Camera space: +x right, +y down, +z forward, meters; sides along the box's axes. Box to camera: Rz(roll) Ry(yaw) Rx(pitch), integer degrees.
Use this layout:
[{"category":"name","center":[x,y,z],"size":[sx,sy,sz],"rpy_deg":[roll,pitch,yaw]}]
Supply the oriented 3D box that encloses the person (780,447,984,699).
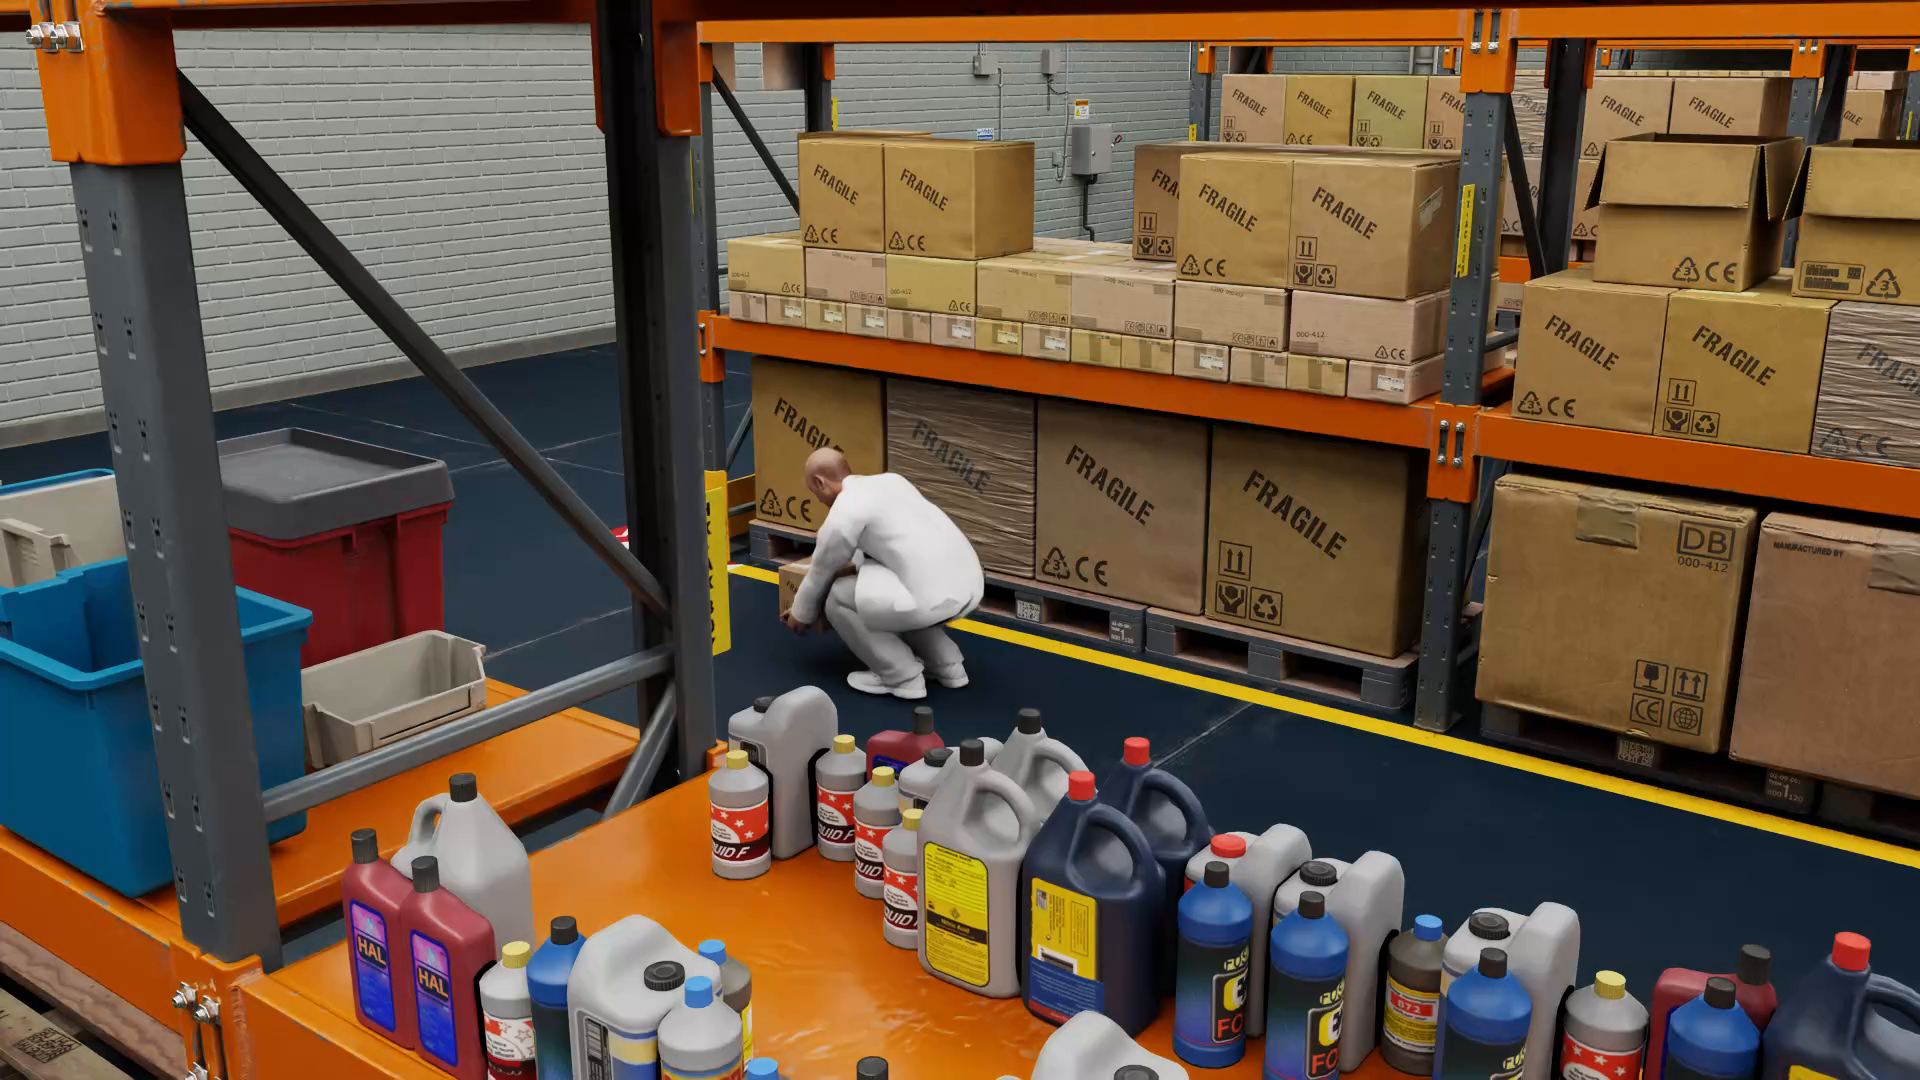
[{"category":"person","center":[-0.328,0.132,7.033],"size":[0.925,0.986,0.582],"rpy_deg":[11,20,34]}]
